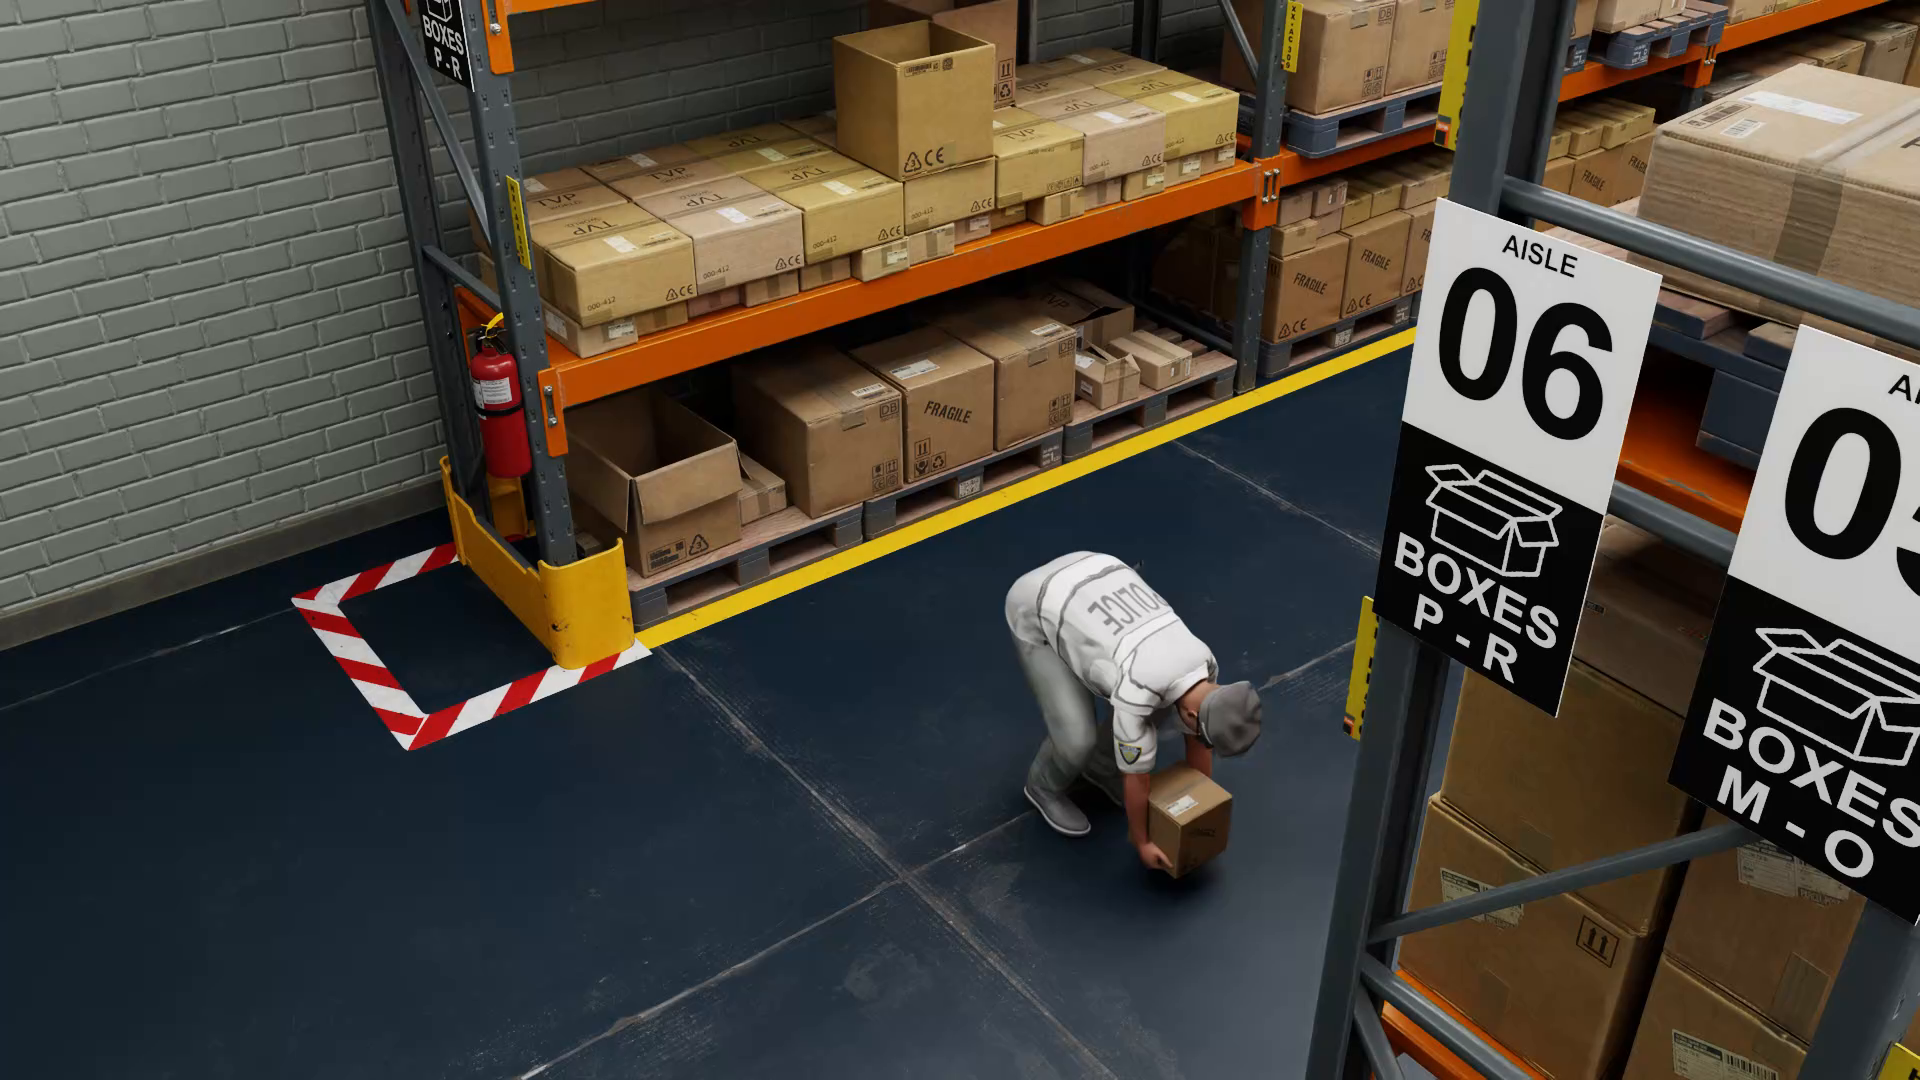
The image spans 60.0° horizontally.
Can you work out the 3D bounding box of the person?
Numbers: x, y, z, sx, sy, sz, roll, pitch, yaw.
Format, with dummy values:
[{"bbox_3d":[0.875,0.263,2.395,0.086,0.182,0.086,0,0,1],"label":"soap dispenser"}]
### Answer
[{"bbox_3d":[0.589,0.619,5.830,0.515,1.020,1.030,-24,39,-33],"label":"person"}]
